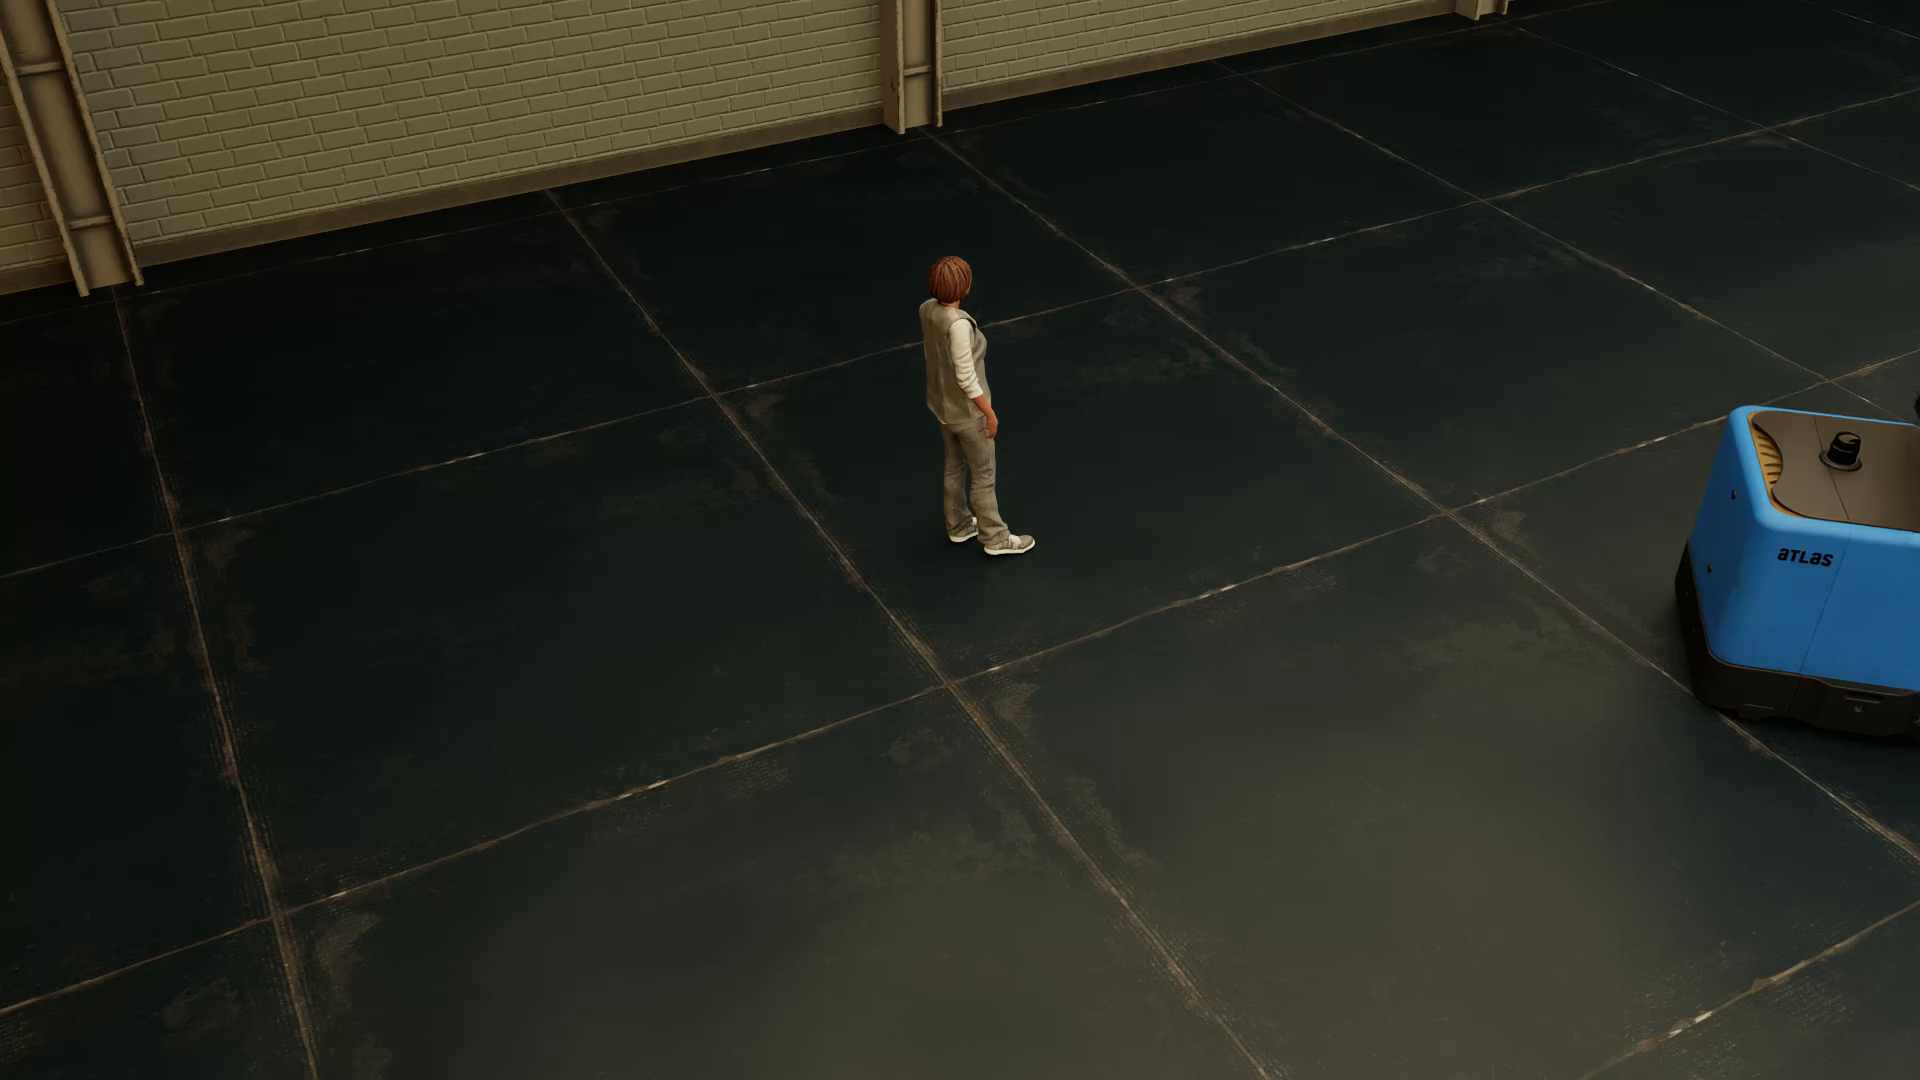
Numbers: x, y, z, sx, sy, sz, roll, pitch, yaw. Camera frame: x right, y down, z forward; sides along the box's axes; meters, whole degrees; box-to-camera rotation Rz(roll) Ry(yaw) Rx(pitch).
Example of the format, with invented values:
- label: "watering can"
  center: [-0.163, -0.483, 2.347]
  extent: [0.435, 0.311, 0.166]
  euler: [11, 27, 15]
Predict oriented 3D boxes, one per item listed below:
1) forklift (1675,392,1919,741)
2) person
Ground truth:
- label: "forklift"
  center: [4.912, -0.483, 6.807]
  extent: [3.031, 2.935, 1.130]
  euler: [8, 36, 11]
- label: "person"
  center: [0.073, -0.671, 8.215]
  extent: [0.473, 1.599, 0.520]
  euler: [-17, 39, -23]
